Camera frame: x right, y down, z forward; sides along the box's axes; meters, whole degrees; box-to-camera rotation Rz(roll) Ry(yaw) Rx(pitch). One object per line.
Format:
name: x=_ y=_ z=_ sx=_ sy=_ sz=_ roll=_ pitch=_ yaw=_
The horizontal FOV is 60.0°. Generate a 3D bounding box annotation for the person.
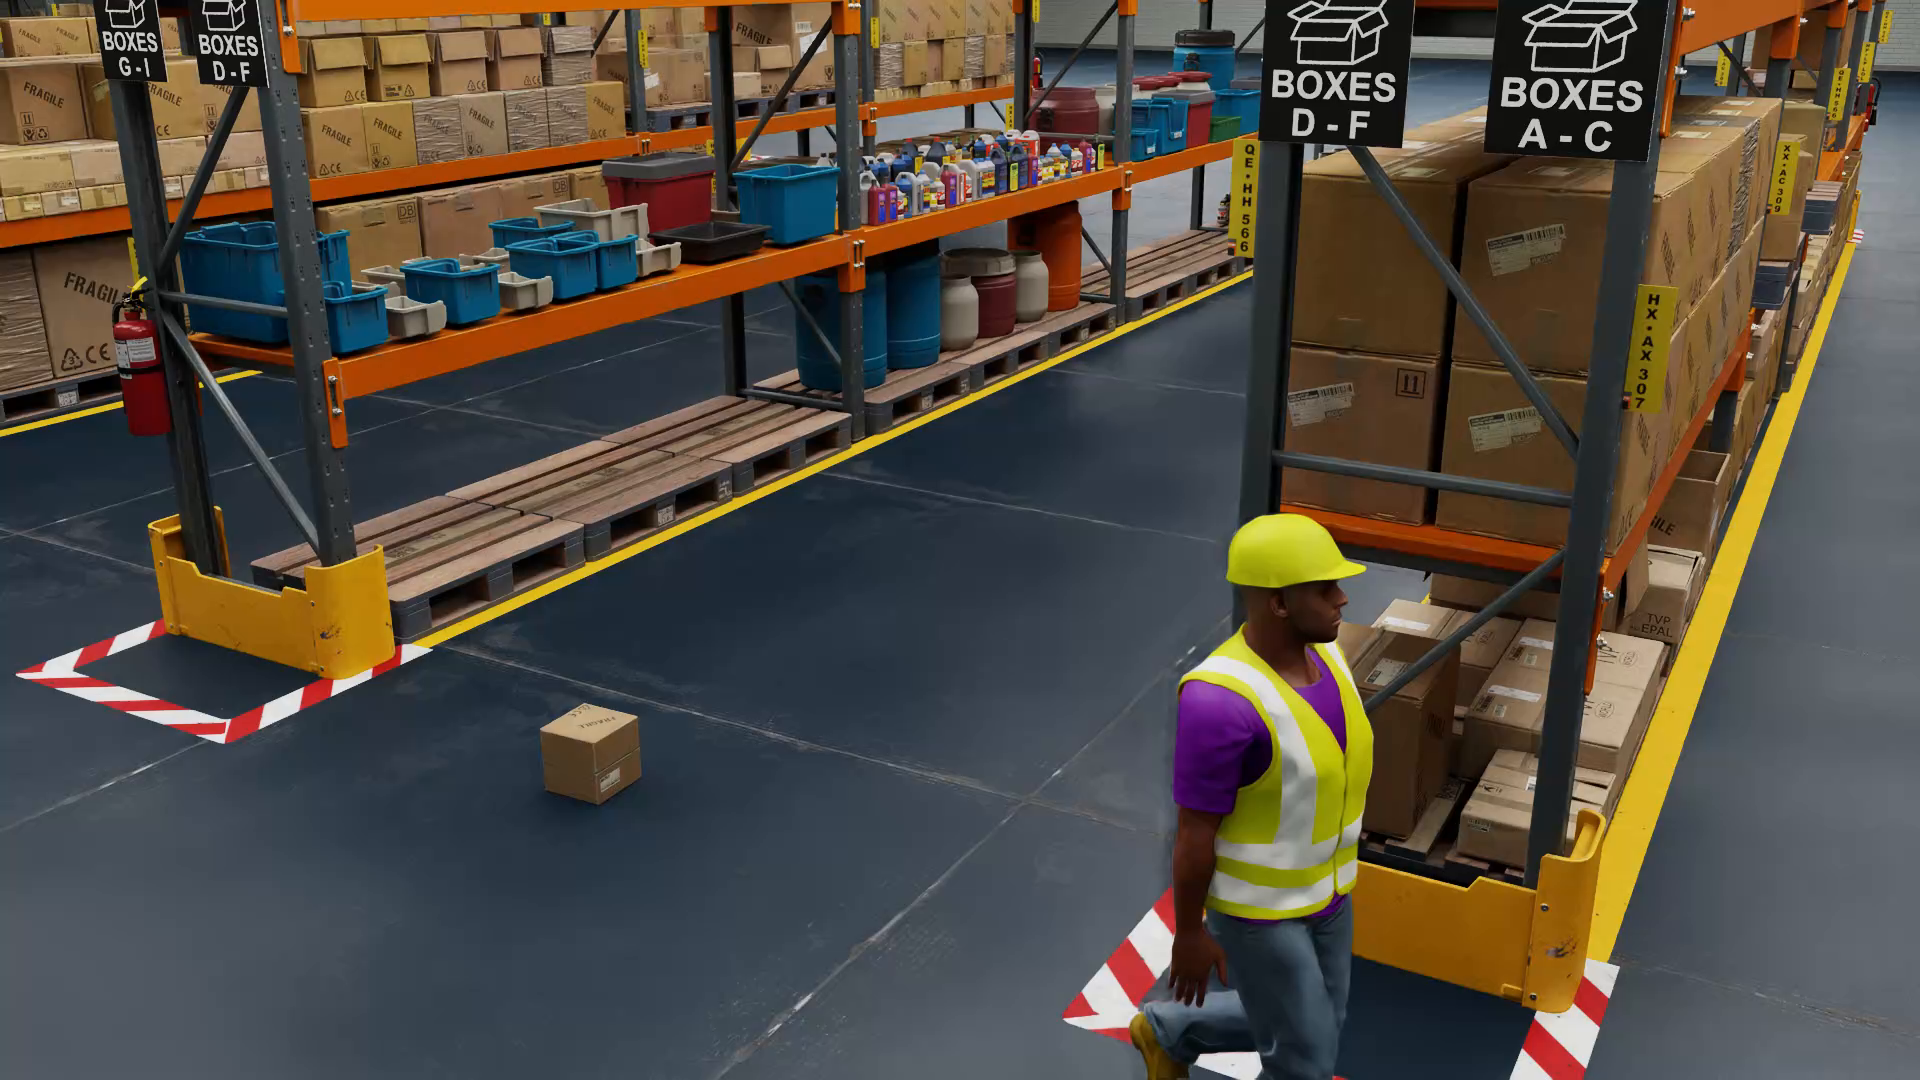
person: x=2.548 y=-1.916 z=11.478 sx=8.535 sy=1.745 sz=15.404 roll=16 pitch=25 yaw=38
